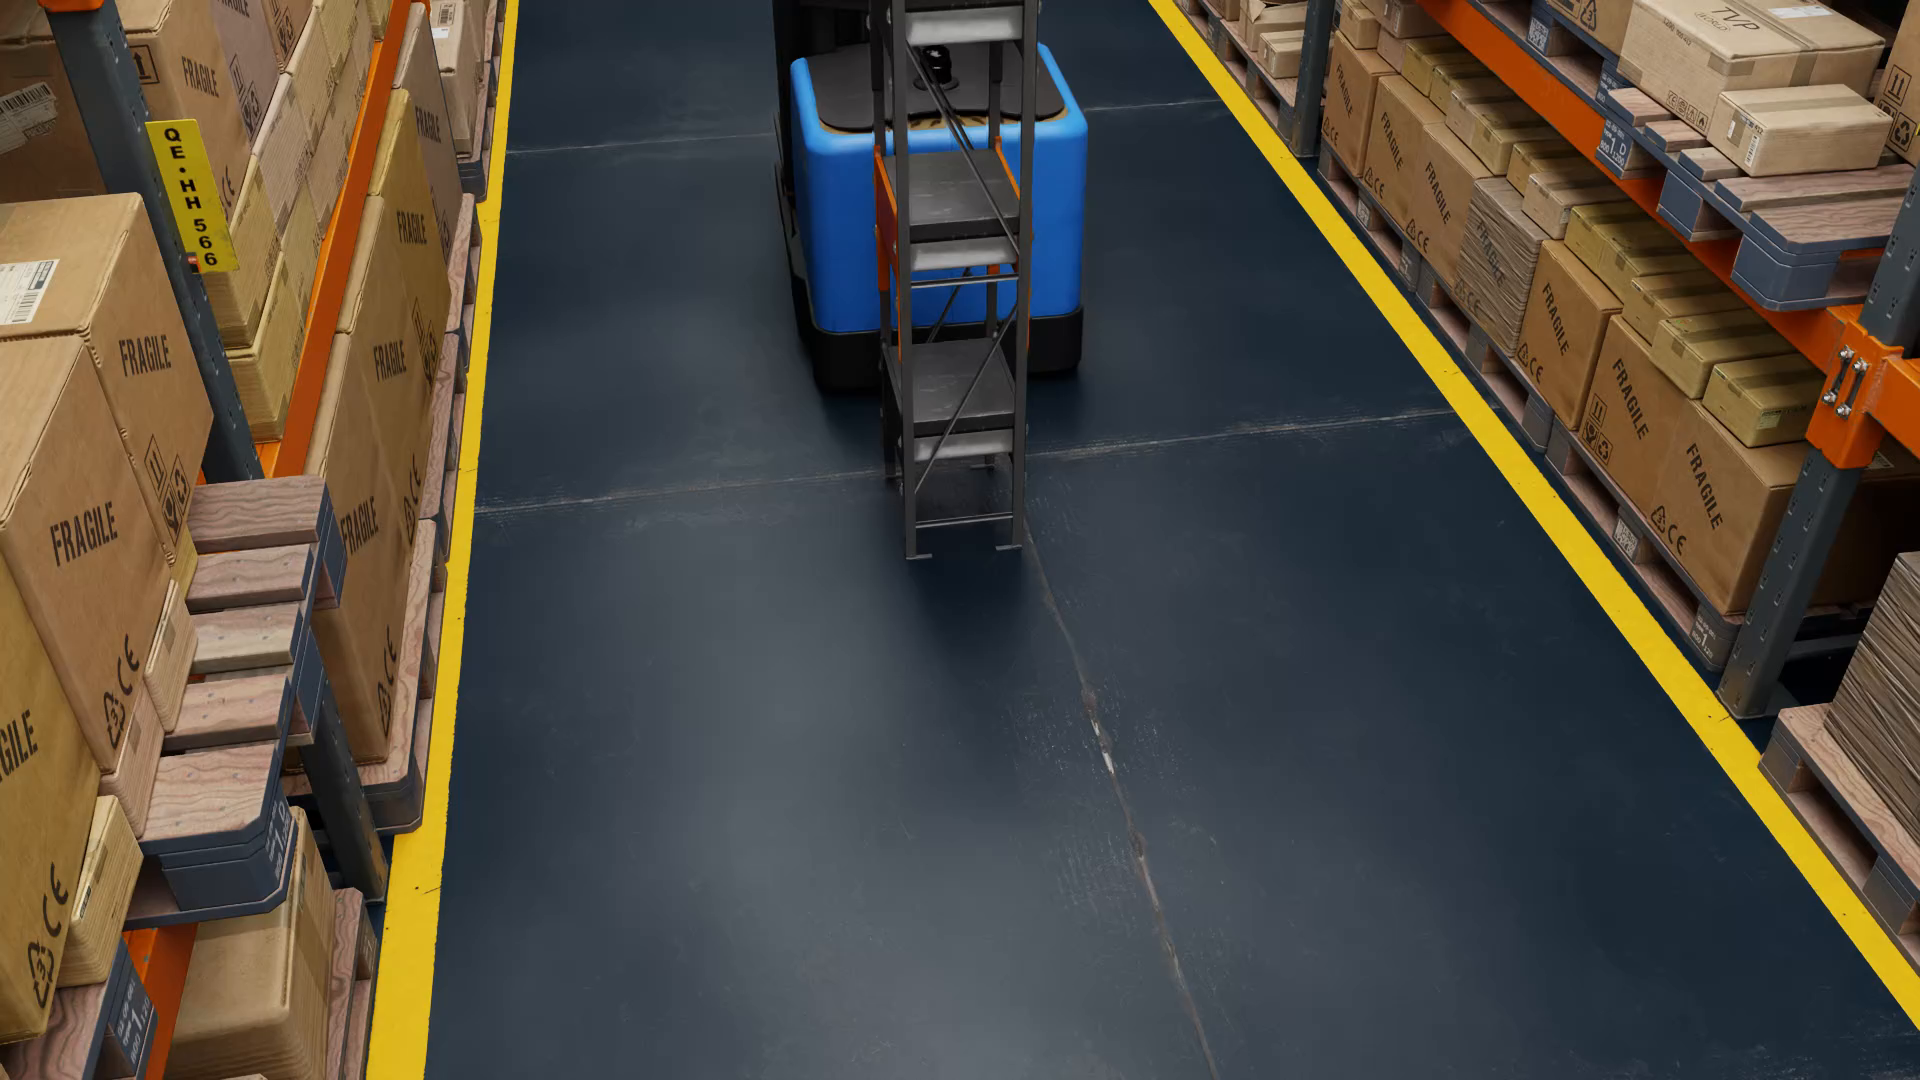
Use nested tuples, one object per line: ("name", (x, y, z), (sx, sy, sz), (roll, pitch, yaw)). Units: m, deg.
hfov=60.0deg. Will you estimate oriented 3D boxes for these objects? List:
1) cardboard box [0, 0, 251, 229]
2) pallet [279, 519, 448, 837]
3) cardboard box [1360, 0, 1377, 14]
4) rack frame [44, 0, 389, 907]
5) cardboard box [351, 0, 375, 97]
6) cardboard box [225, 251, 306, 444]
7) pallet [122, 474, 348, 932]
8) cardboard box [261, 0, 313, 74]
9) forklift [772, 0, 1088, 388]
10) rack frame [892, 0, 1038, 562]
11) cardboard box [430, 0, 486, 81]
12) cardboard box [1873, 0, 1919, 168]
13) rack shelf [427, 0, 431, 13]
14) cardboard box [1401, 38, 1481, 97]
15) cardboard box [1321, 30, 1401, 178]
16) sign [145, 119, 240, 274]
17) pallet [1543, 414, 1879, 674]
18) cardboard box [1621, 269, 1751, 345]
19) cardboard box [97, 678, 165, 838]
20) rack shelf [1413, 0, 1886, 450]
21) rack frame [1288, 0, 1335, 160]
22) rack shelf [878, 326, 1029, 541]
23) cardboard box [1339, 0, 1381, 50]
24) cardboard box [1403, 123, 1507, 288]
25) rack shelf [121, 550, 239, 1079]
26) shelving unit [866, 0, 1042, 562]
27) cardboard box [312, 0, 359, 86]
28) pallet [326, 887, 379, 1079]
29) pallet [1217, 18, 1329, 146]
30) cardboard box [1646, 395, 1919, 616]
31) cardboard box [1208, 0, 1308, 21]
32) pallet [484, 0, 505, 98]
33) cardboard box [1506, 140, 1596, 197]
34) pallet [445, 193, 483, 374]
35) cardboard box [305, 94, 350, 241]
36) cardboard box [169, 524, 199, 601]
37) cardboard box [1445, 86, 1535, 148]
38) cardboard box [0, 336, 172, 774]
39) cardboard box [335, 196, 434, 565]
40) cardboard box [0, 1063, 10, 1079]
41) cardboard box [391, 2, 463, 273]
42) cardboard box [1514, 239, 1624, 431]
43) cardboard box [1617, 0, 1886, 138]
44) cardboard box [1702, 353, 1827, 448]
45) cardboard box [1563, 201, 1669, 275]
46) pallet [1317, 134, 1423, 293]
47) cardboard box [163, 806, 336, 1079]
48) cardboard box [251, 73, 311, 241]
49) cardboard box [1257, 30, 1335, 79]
("cardboard box", (-1.900, -0.945, 3.625), (0.500, 0.500, 0.500), (-7, 38, -9))
("pallet", (-2.118, 0.430, 5.024), (1.003, 0.211, 1.213), (-6, 38, -8))
("cardboard box", (1.991, -2.452, 7.386), (0.380, 0.149, 0.250), (-7, 38, -9))
("rack frame", (-2.054, -0.187, 3.545), (1.000, 3.000, 0.127), (-6, 38, -8))
("cardboard box", (-2.271, -1.685, 5.596), (0.500, 0.250, 0.500), (-7, 38, -9))
("cardboard box", (-1.893, -0.450, 4.007), (0.500, 0.250, 0.500), (-7, 38, -9))
("pallet", (-1.825, 0.308, 3.065), (1.213, 0.211, 1.003), (-6, 38, -8))
("cardboard box", (-2.072, -1.558, 4.414), (0.500, 0.500, 0.500), (-5, 38, -7))
("forklift", (-0.260, -2.640, 6.760), (1.130, 2.935, 3.031), (-6, 38, -7))
("rack frame", (0.014, -0.782, 5.045), (0.400, 2.100, 0.015), (-6, 38, -8))
("cardboard box", (-2.918, -2.688, 8.511), (0.875, 0.438, 0.875), (-7, 38, -9))
("cardboard box", (2.895, -1.256, 4.498), (0.500, 0.500, 0.500), (-5, 38, -6))
("rack shelf", (-3.106, -3.527, 8.431), (1.077, 0.370, 4.000), (-6, 38, -8))
("cardboard box", (2.112, -2.016, 7.066), (0.380, 0.149, 0.250), (-8, 39, -10))
("cardboard box", (1.994, -2.001, 7.576), (0.500, 0.500, 0.500), (-5, 38, -6))
("sign", (-1.522, -0.677, 3.297), (0.100, 0.325, 0.005), (-6, 38, -8))
("pallet", (2.738, -0.077, 5.677), (1.003, 0.211, 1.213), (-6, 38, -8))
("cardboard box", (2.415, -0.754, 5.442), (0.380, 0.149, 0.250), (-7, 38, -9))
("cardboard box", (-1.523, 0.374, 2.686), (0.380, 0.149, 0.250), (-8, 39, -10))
("rack shelf", (2.481, -1.647, 6.011), (1.077, 0.370, 4.000), (-6, 38, -8))
("rack frame", (2.130, -3.139, 7.345), (1.000, 3.000, 0.127), (-6, 38, -8))
("rack shelf", (-0.029, -0.366, 5.672), (0.431, 0.518, 0.480), (-6, 38, -8))
("cardboard box", (1.931, -2.328, 7.469), (0.380, 0.149, 0.250), (-5, 38, -6))
("cardboard box", (2.180, -1.379, 6.775), (0.500, 0.500, 0.500), (-7, 38, -9))
("rack shelf", (-1.704, 1.305, 2.211), (1.077, 0.370, 4.000), (-6, 38, -8))
("shelving unit", (-0.029, -0.929, 5.235), (0.431, 2.100, 0.503), (-6, 38, -8))
("cardboard box", (-2.141, -1.580, 5.054), (0.500, 0.250, 0.500), (-6, 38, -7))
("pallet", (-1.919, 1.387, 3.793), (1.003, 0.211, 1.213), (-6, 38, -8))
("pallet", (2.011, -2.453, 8.735), (1.003, 0.211, 1.213), (-6, 38, -8))
("cardboard box", (2.546, -0.134, 5.173), (0.500, 0.500, 0.500), (-5, 38, -7))
("cardboard box", (1.737, -3.206, 9.128), (0.700, 0.500, 0.500), (-8, 38, -10))
("pallet", (-3.029, -2.708, 9.063), (1.003, 0.211, 1.213), (-6, 38, -8))
("cardboard box", (2.298, -1.387, 6.256), (0.380, 0.149, 0.250), (-6, 38, -8))
("pallet", (-2.546, -1.044, 6.921), (1.003, 0.211, 1.213), (-6, 38, -8))
("cardboard box", (-2.086, -1.076, 4.812), (0.500, 0.250, 0.500), (-5, 38, -6))
("cardboard box", (-1.647, 0.073, 3.073), (0.380, 0.149, 0.250), (-6, 38, -7))
("cardboard box", (2.181, -1.697, 6.655), (0.380, 0.149, 0.250), (-6, 38, -8))
("cardboard box", (-1.600, 0.046, 2.579), (0.500, 0.500, 0.500), (-7, 38, -9))
("cardboard box", (-2.246, -0.479, 5.311), (0.875, 0.875, 0.875), (-6, 38, -7))
("cardboard box", (-1.415, 0.681, 1.763), (0.500, 0.500, 0.500), (-8, 39, -10))
("cardboard box", (-2.568, -1.564, 6.707), (0.875, 0.875, 0.875), (-5, 38, -7))
("cardboard box", (2.374, -0.753, 5.970), (0.500, 0.500, 0.500), (-5, 38, -6))
("cardboard box", (2.328, -1.432, 4.928), (0.500, 0.250, 0.500), (-8, 39, -10))
("cardboard box", (2.496, -0.429, 5.023), (0.380, 0.149, 0.250), (-8, 39, -10))
("cardboard box", (2.369, -1.069, 5.848), (0.380, 0.149, 0.250), (-7, 38, -9))
("pallet", (2.310, -1.550, 7.574), (1.003, 0.211, 1.213), (-6, 38, -8))
("cardboard box", (-1.965, 1.027, 3.782), (0.950, 0.372, 0.625), (-9, 39, -11))
("cardboard box", (-1.990, -0.970, 4.268), (0.500, 0.250, 0.500), (-5, 38, -7))
("cardboard box", (1.744, -2.484, 8.484), (0.380, 0.149, 0.250), (-7, 38, -9))
